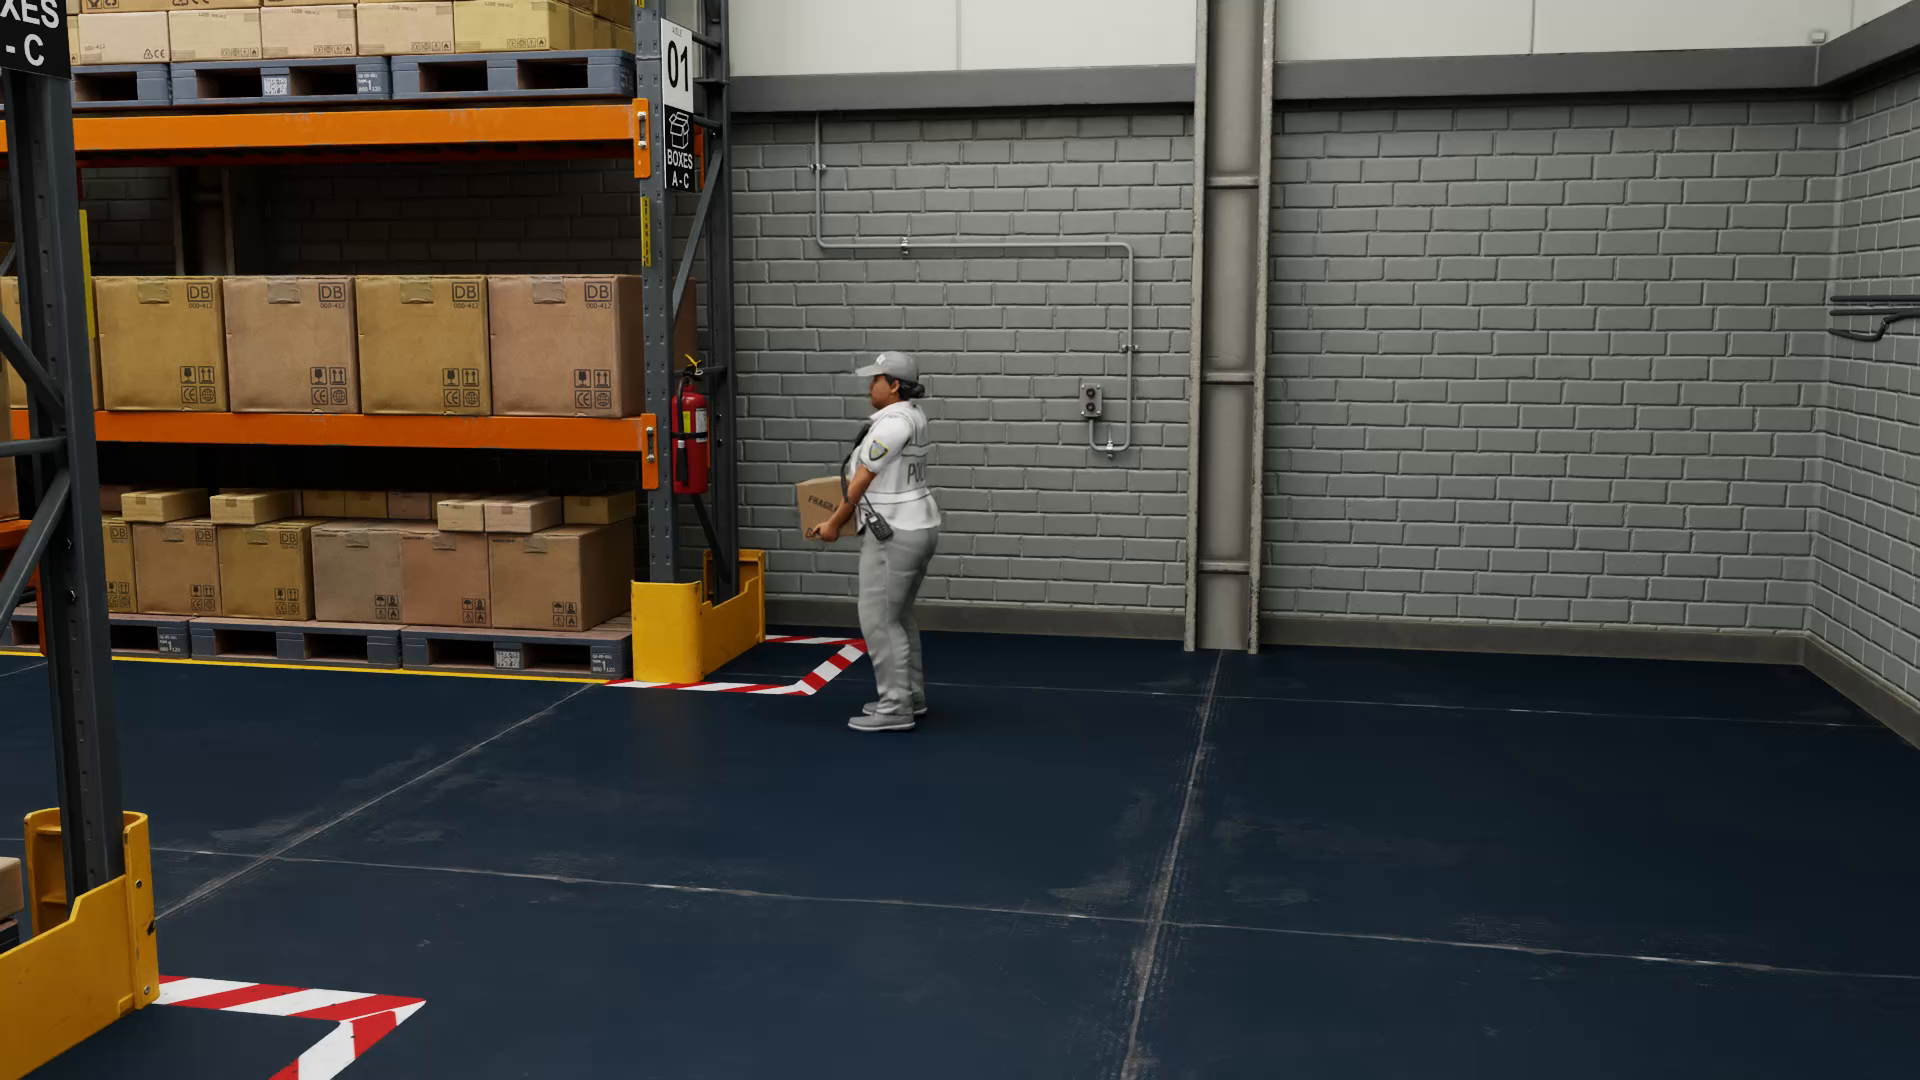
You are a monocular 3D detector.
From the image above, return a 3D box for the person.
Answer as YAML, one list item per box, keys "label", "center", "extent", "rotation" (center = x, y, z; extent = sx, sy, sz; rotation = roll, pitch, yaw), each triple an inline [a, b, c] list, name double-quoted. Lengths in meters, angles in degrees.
- label: "person"
  center: [-0.373, -0.001, 7.352]
  extent: [0.521, 1.663, 0.452]
  rotation: [2, 8, 11]
